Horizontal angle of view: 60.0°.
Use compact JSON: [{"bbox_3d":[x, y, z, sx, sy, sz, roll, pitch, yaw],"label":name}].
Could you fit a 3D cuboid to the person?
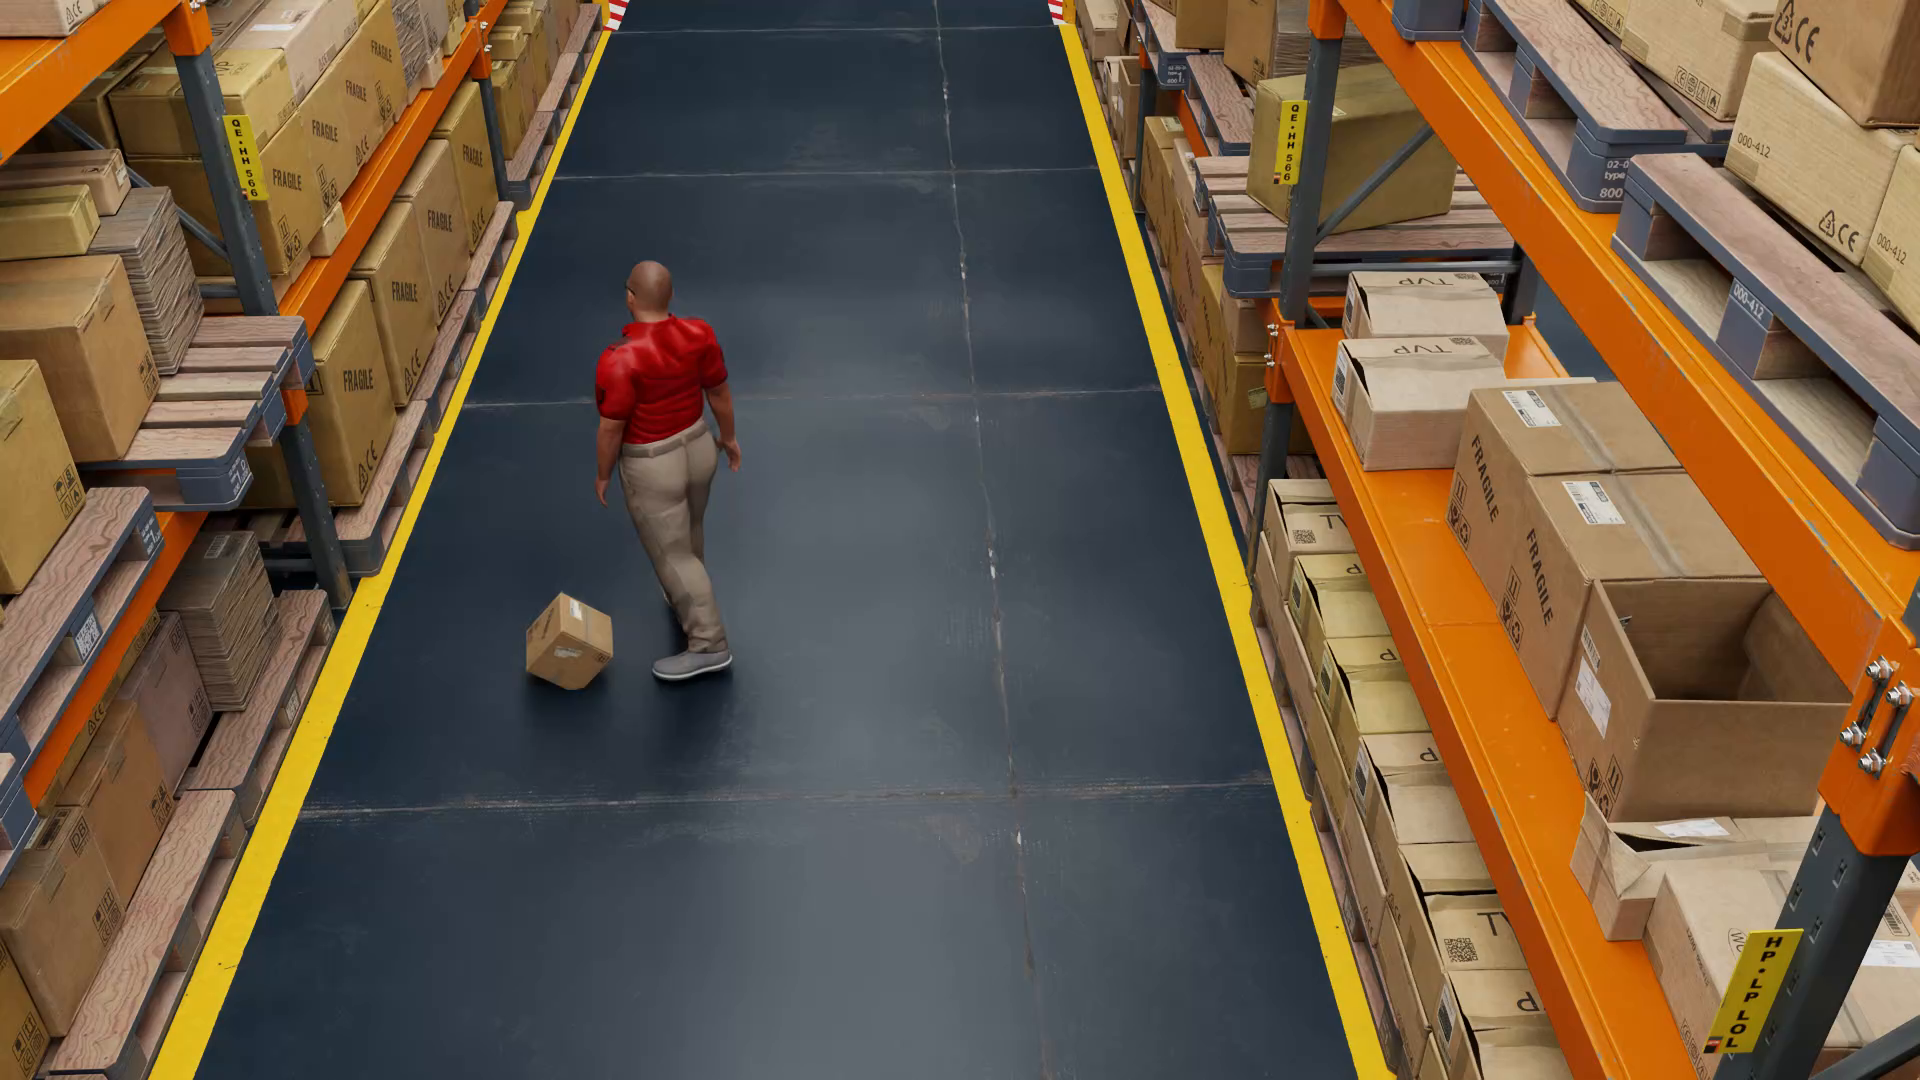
[{"bbox_3d":[-1.138,-0.304,6.597,0.654,1.718,0.630,27,43,33],"label":"person"}]
